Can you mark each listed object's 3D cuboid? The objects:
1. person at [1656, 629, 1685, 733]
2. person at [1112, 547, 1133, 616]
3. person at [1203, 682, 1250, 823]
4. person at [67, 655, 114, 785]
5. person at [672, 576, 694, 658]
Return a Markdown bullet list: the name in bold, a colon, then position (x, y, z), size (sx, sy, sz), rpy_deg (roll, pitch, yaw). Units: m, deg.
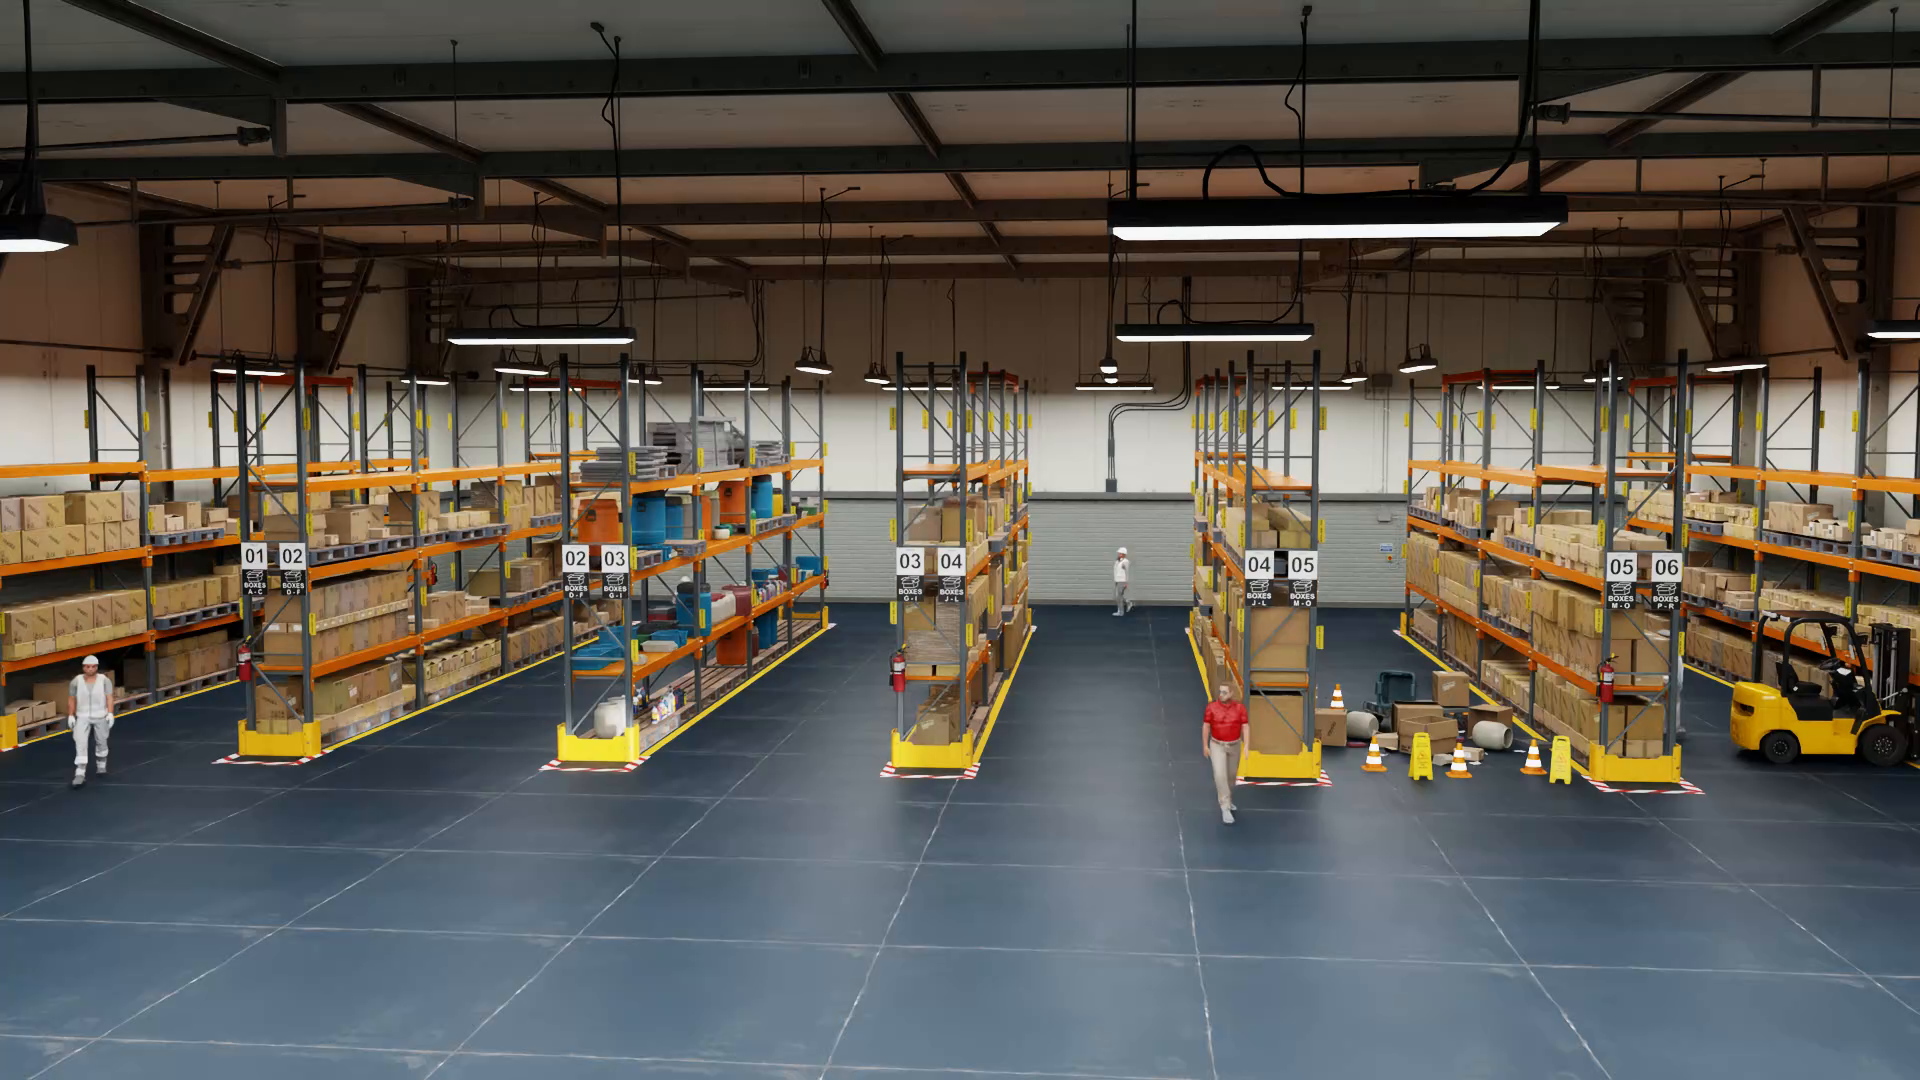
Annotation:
- **person**: position (11.347, 2.278, 26.662), size (0.512, 1.674, 0.516), rpy_deg (0, 4, 4)
- **person**: position (4.193, 1.066, 42.795), size (0.592, 1.762, 0.520), rpy_deg (-1, 4, -9)
- **person**: position (3.382, 2.641, 21.026), size (0.563, 1.691, 0.932), rpy_deg (0, 4, -3)
- **person**: position (-12.073, 2.458, 23.092), size (0.608, 1.721, 1.049), rpy_deg (-1, 4, -20)
- **person**: position (-5.825, 1.623, 35.337), size (0.646, 1.710, 1.081), rpy_deg (0, 4, 3)
